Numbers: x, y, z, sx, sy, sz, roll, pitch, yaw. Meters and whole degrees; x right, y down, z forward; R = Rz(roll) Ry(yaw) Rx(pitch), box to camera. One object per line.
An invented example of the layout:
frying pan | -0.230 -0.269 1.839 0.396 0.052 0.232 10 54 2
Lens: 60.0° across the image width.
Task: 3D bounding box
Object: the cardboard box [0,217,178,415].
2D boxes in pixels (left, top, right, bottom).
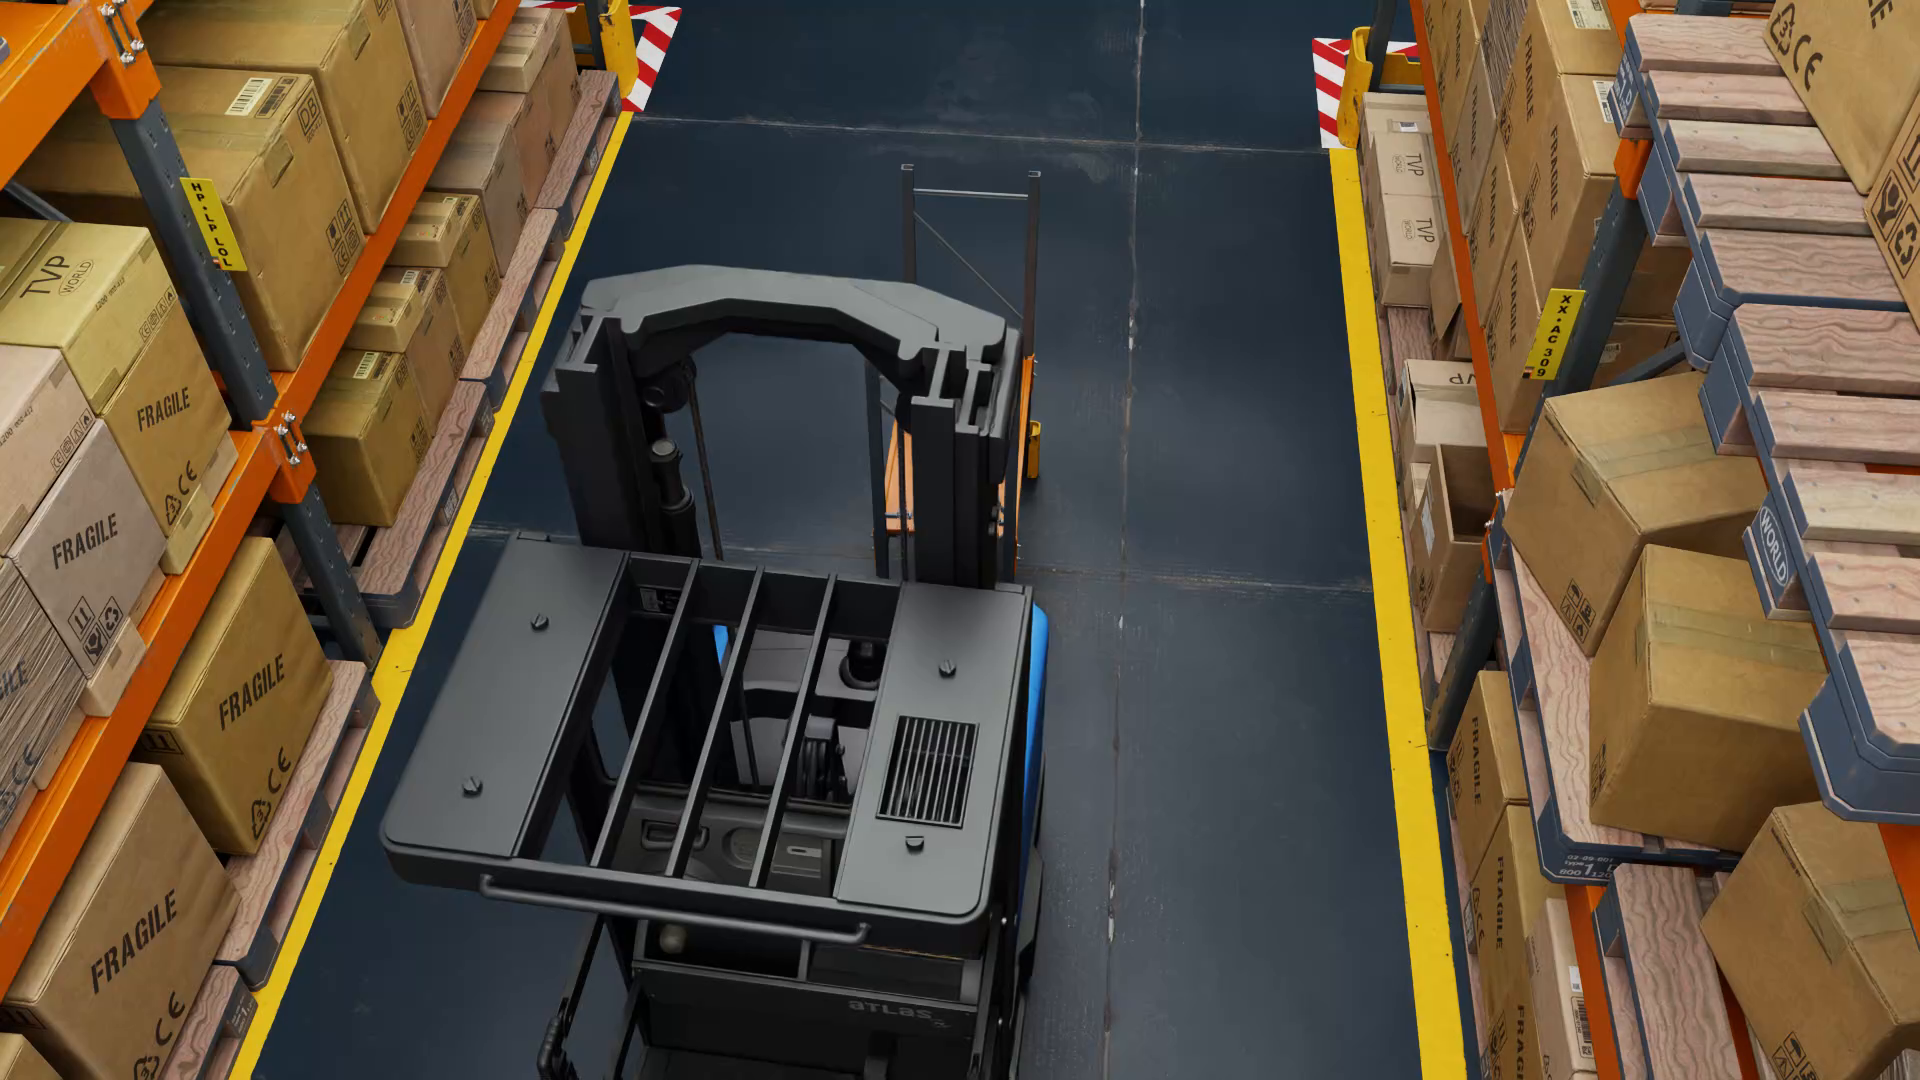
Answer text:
cardboard box | -2.508 -0.617 4.516 0.500 0.250 0.500 5 48 4

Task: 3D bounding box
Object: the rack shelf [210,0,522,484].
rack shelf | -2.538 -1.810 6.886 1.077 0.370 4.000 4 48 4

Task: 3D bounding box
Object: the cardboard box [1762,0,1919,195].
cardboard box | 2.094 -1.109 3.305 0.600 0.600 0.600 0 48 0

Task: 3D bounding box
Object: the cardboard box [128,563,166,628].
cardboard box | -2.537 0.137 4.775 0.380 0.149 0.250 5 48 5

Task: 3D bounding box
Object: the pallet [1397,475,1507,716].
pallet | 2.277 0.184 6.465 1.003 0.211 1.213 4 48 4

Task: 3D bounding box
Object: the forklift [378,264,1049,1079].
forklift | -0.431 0.951 3.919 1.130 2.935 3.031 6 48 6

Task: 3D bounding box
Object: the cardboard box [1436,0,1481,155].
cardboard box | 2.137 -1.802 6.324 0.500 0.500 0.500 4 48 4

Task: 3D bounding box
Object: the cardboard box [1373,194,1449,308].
cardboard box | 2.155 -1.297 7.495 0.500 0.250 0.500 4 48 4

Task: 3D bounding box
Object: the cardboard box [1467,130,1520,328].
cardboard box | 2.049 -1.050 5.636 0.500 0.500 0.500 5 48 5

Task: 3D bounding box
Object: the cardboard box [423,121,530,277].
cardboard box | -2.410 -1.562 7.581 0.700 0.500 0.500 2 48 2

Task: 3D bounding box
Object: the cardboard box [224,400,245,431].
cardboard box | -2.761 -0.550 6.216 0.380 0.149 0.250 4 48 3

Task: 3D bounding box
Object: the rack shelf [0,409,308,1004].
rack shelf | -2.902 1.129 4.198 1.077 0.370 4.000 4 48 4

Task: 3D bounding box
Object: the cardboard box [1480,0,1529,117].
cardboard box | 2.092 -1.760 5.608 0.500 0.500 0.500 4 48 4

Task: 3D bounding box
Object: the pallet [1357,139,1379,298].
pallet | 2.499 -1.609 8.105 1.003 0.211 1.213 4 48 4

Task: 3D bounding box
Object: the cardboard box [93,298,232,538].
cardboard box | -2.511 -0.368 4.797 0.500 0.500 0.500 3 48 3

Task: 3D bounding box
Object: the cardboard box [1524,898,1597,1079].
cardboard box | 1.835 1.263 4.476 0.500 0.250 0.500 4 48 4

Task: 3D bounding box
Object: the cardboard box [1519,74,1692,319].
cardboard box | 2.002 -1.013 4.924 0.500 0.500 0.500 4 48 4

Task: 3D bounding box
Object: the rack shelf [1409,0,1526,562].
rack shelf | 2.396 -1.480 6.584 1.077 0.370 4.000 4 48 4

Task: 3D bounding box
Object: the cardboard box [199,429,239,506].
cardboard box | -2.469 -0.238 5.117 0.380 0.149 0.250 4 48 4

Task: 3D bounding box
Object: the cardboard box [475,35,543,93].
cardboard box | -2.173 -2.224 7.747 0.380 0.149 0.250 5 48 5

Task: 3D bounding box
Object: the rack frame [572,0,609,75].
rack frame | -2.356 -3.523 7.965 1.000 3.000 0.127 4 48 4

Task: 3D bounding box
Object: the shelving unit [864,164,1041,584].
shelving unit | -0.007 -0.450 6.171 0.587 1.500 1.083 4 48 4

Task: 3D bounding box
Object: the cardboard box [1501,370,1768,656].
cardboard box | 1.947 -0.095 4.478 0.700 0.500 0.500 -11 48 -10

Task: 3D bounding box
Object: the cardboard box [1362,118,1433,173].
cardboard box | 2.175 -1.916 8.118 0.380 0.166 0.250 4 48 4

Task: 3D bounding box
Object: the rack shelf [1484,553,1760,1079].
rack shelf | 2.031 1.460 3.896 1.077 0.370 4.000 4 48 4

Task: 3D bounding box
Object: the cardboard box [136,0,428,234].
cardboard box | -2.582 -1.618 6.020 0.980 0.700 0.700 3 48 3

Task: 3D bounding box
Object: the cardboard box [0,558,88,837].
cardboard box | -2.602 0.376 4.116 0.500 0.500 0.500 4 48 4

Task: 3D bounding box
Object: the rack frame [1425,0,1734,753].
rack frame | 2.213 -0.253 4.974 1.000 3.000 0.127 4 48 4

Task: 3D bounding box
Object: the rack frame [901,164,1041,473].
rack frame | 0.039 -0.817 6.507 0.500 1.500 0.032 4 48 4

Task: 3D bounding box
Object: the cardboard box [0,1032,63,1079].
cardboard box | -2.801 1.765 4.301 0.750 0.750 0.750 4 48 3

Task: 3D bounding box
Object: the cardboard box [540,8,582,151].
cardboard box | -2.320 -2.300 8.256 0.700 0.500 0.500 4 48 4

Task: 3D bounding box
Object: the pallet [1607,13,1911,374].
pallet | 2.084 -0.727 3.503 1.213 0.211 1.003 4 48 4

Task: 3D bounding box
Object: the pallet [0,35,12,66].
pallet | -2.755 -0.854 3.621 0.805 0.209 1.217 2 48 2

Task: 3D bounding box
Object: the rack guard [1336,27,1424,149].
rack guard | 2.571 -2.293 8.534 1.175 0.500 0.348 4 48 4

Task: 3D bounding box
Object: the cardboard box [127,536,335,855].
cardboard box | -2.650 0.487 5.470 0.750 0.750 0.750 4 48 4

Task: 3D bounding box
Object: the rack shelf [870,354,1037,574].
rack shelf | -0.008 -0.322 6.298 0.538 0.185 1.000 4 48 4

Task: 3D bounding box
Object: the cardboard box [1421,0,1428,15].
cardboard box | 2.233 -2.538 6.997 0.500 0.500 0.500 3 48 3

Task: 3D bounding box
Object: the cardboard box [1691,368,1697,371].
cardboard box | 2.531 -0.643 5.263 0.500 0.500 0.500 5 48 5

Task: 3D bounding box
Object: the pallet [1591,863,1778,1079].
pallet | 2.021 1.322 3.664 1.003 0.211 1.213 4 48 4

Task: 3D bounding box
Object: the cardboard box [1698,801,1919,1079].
cardboard box | 2.114 0.874 3.591 0.700 0.500 0.500 -7 48 -6

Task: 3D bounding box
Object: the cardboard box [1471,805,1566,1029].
cardboard box | 1.889 1.174 5.065 0.500 0.500 0.500 4 48 4

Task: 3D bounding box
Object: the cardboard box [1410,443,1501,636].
cardboard box | 1.983 0.005 6.135 0.500 0.500 0.500 4 48 4

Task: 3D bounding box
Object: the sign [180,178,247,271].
sign | -2.179 -0.918 4.852 0.100 0.325 0.005 4 48 4

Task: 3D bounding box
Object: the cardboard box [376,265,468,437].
cardboard box | -2.501 -0.793 6.878 0.700 0.500 0.500 3 48 3

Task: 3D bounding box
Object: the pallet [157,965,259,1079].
pallet | -2.824 1.829 4.960 1.003 0.211 1.213 4 48 4

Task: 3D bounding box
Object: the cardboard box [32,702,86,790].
cardboard box | -2.591 0.510 4.434 0.380 0.149 0.250 4 48 4

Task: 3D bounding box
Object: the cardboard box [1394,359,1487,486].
cardboard box | 2.051 -0.483 6.709 0.500 0.311 0.500 4 48 4

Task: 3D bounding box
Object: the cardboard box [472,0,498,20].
cardboard box | -2.447 -2.713 7.021 0.980 0.700 0.700 4 48 3

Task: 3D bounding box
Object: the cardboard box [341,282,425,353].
cardboard box | -2.337 -0.882 6.520 0.380 0.149 0.250 5 48 5

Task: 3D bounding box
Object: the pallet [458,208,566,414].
pallet | -2.464 -1.095 7.634 1.003 0.211 1.213 4 48 4
